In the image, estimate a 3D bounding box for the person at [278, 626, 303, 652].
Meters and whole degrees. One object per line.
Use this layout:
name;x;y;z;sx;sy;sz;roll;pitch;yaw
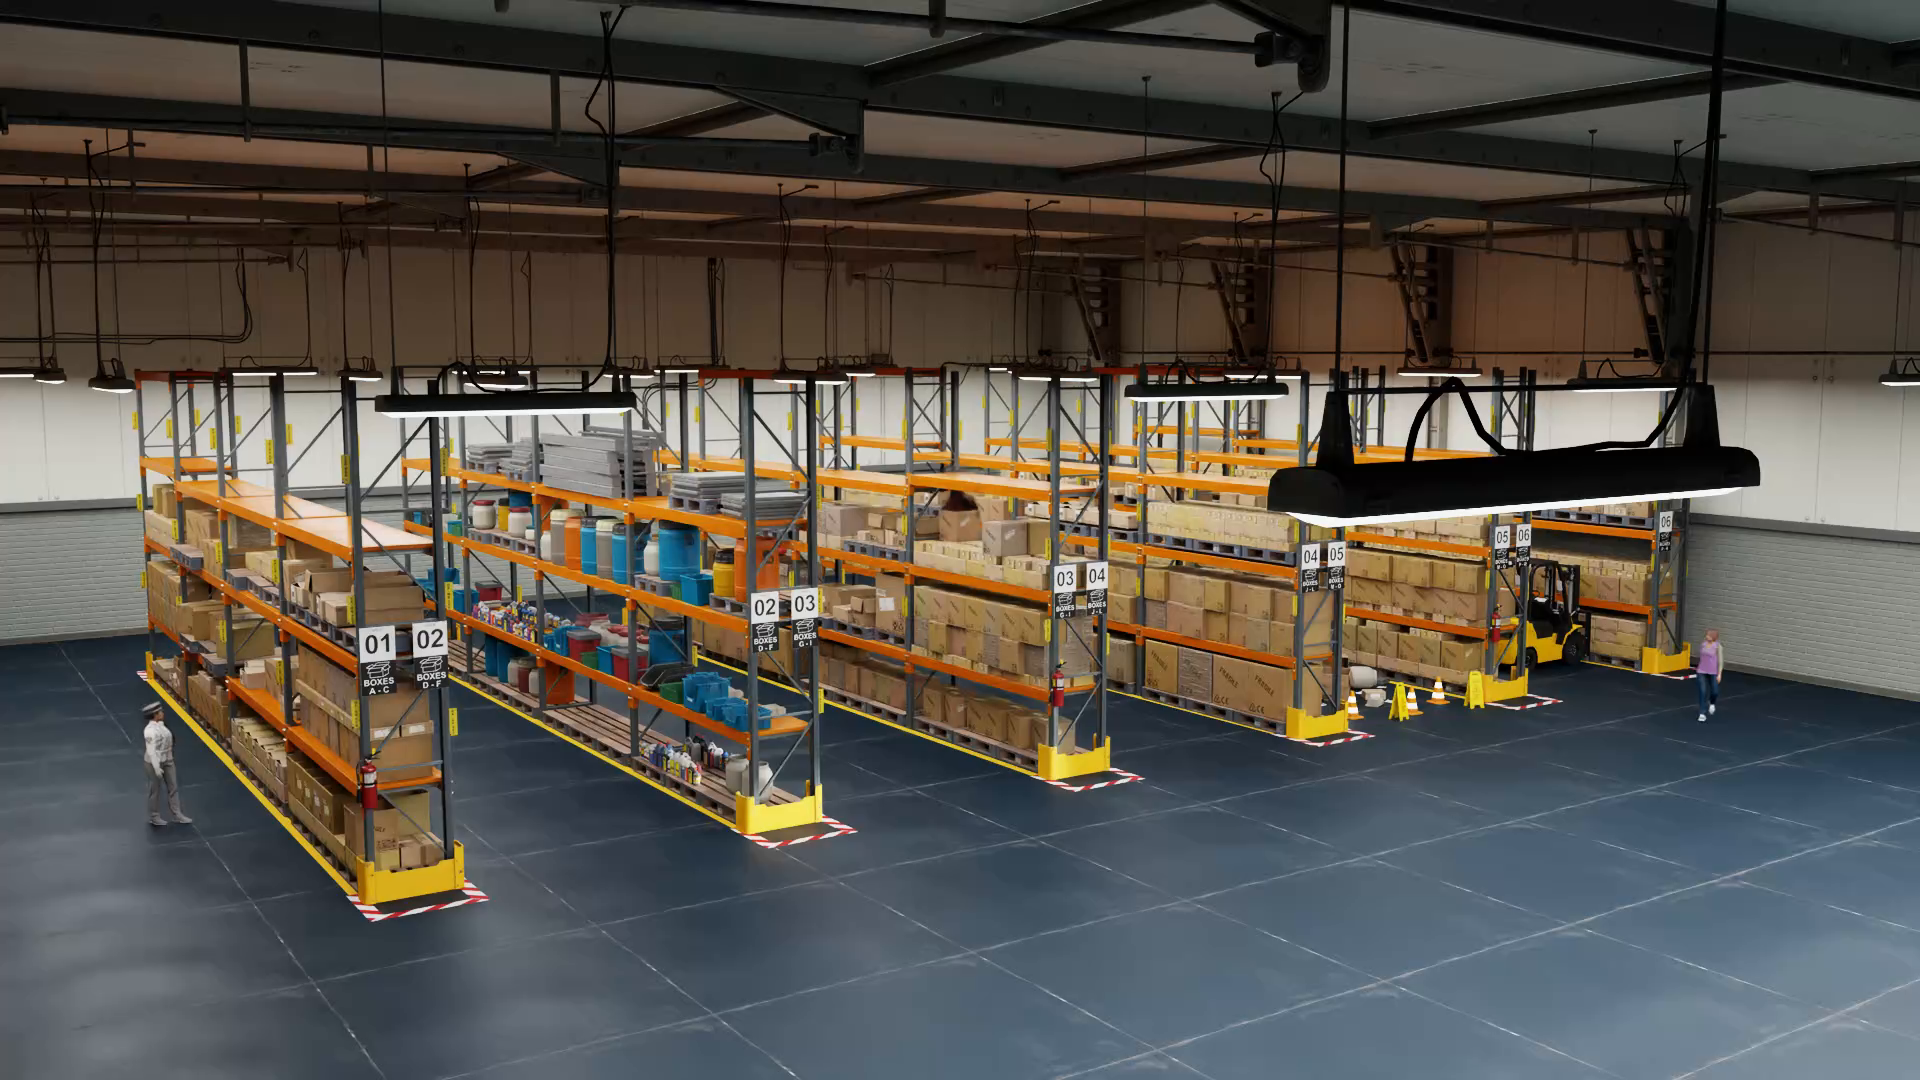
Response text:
person;-12.908;1.818;32.164;0.574;1.724;1.101;-5;8;-38

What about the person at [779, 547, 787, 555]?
person;-4.743;0.667;42.820;0.575;1.678;1.021;-1;7;-8

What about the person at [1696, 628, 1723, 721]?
person;12.910;2.302;28.640;0.415;1.587;0.579;3;7;23

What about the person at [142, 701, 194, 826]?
person;-10.654;2.998;22.265;0.543;1.688;0.493;2;7;17
